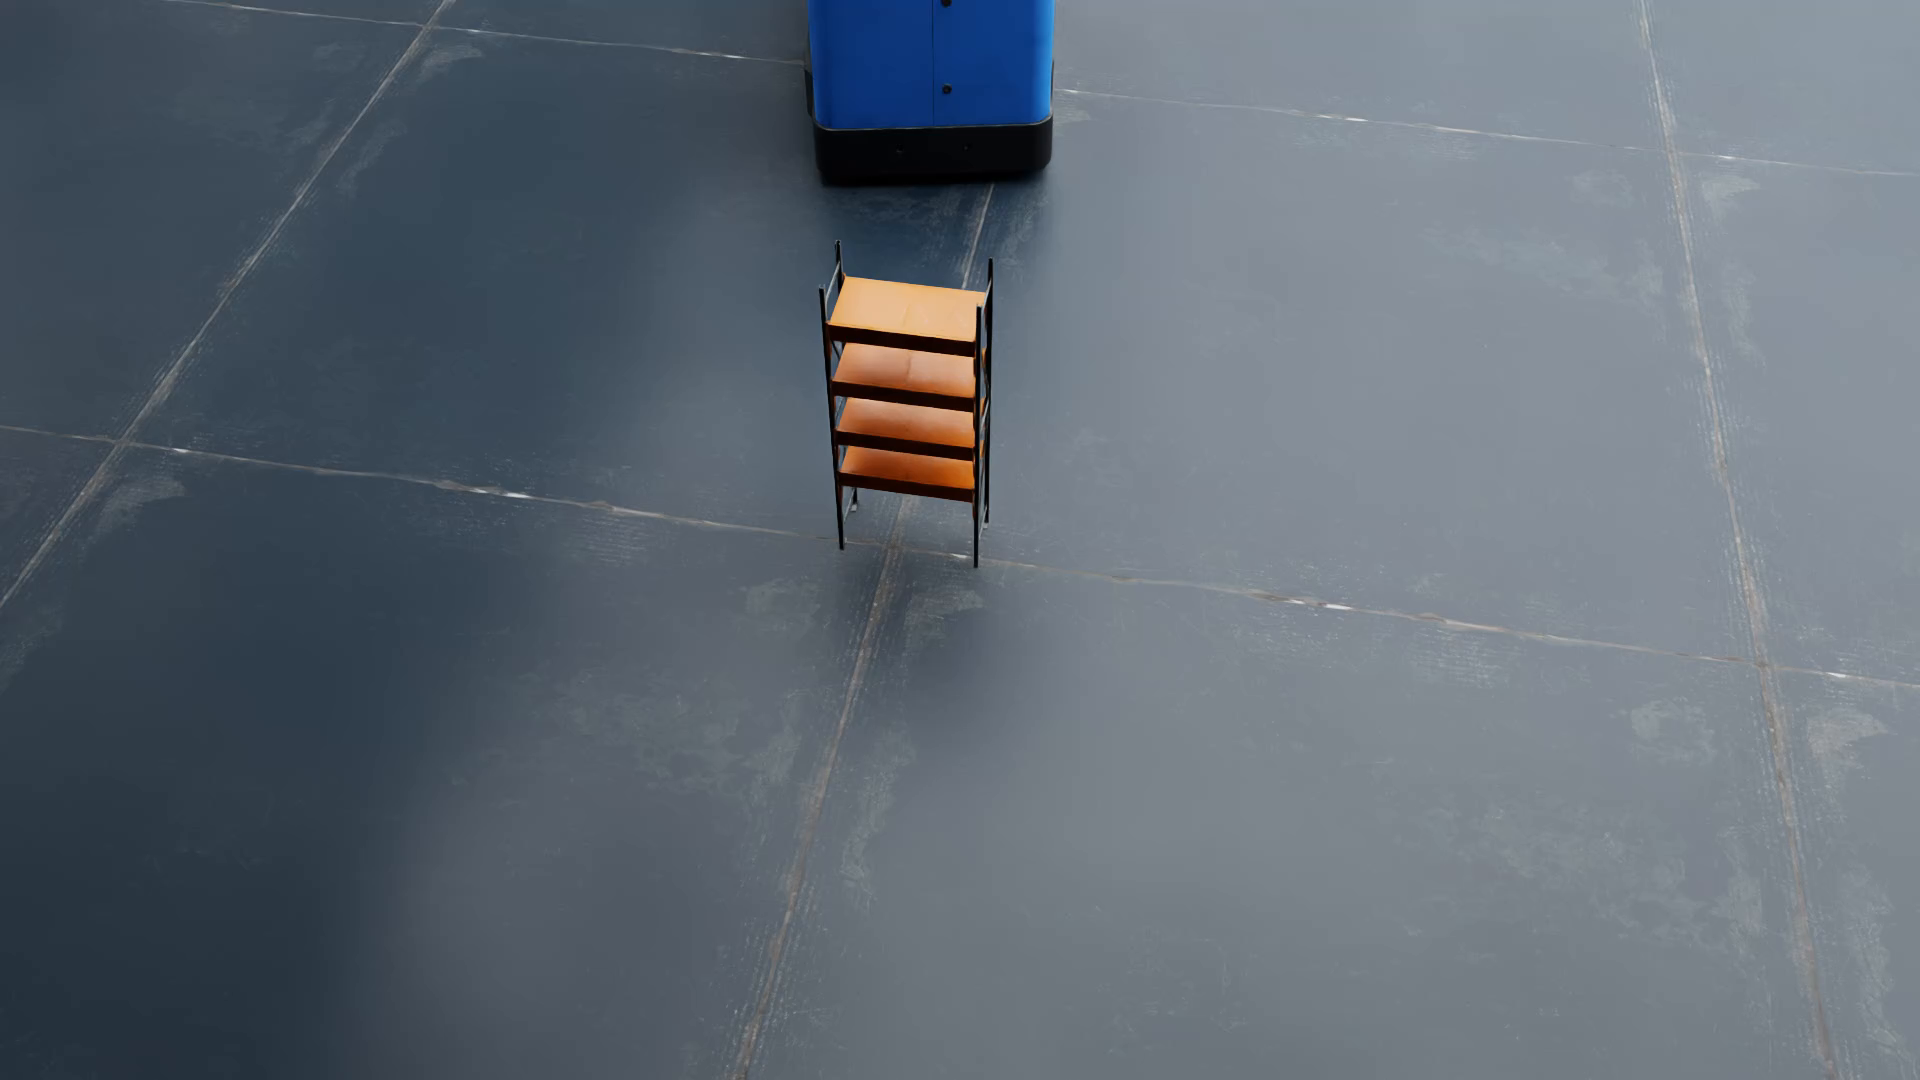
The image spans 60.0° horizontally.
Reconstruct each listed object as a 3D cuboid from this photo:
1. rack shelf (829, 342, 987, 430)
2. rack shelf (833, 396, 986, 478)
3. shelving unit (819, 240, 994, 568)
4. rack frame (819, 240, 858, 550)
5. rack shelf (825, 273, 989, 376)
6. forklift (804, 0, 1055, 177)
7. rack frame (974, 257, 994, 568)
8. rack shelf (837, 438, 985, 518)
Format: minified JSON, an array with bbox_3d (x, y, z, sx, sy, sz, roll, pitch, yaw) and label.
[{"bbox_3d":[-0.163,-0.527,5.456,0.480,0.148,0.258,8,49,7],"label":"rack shelf"},{"bbox_3d":[-0.163,-0.378,5.622,0.480,0.148,0.258,8,49,7],"label":"rack shelf"},{"bbox_3d":[-0.163,-0.423,5.572,0.503,1.200,0.258,8,49,7],"label":"shelving unit"},{"bbox_3d":[-0.403,-0.455,5.601,0.015,1.200,0.240,8,49,7],"label":"rack frame"},{"bbox_3d":[-0.163,-0.686,5.280,0.480,0.148,0.258,8,49,7],"label":"rack shelf"},{"bbox_3d":[-0.192,-3.676,7.332,1.130,2.935,3.031,-2,48,-2],"label":"forklift"},{"bbox_3d":[0.077,-0.391,5.543,0.015,1.200,0.240,8,49,7],"label":"rack frame"},{"bbox_3d":[-0.163,-0.245,5.770,0.480,0.148,0.258,8,49,7],"label":"rack shelf"}]
